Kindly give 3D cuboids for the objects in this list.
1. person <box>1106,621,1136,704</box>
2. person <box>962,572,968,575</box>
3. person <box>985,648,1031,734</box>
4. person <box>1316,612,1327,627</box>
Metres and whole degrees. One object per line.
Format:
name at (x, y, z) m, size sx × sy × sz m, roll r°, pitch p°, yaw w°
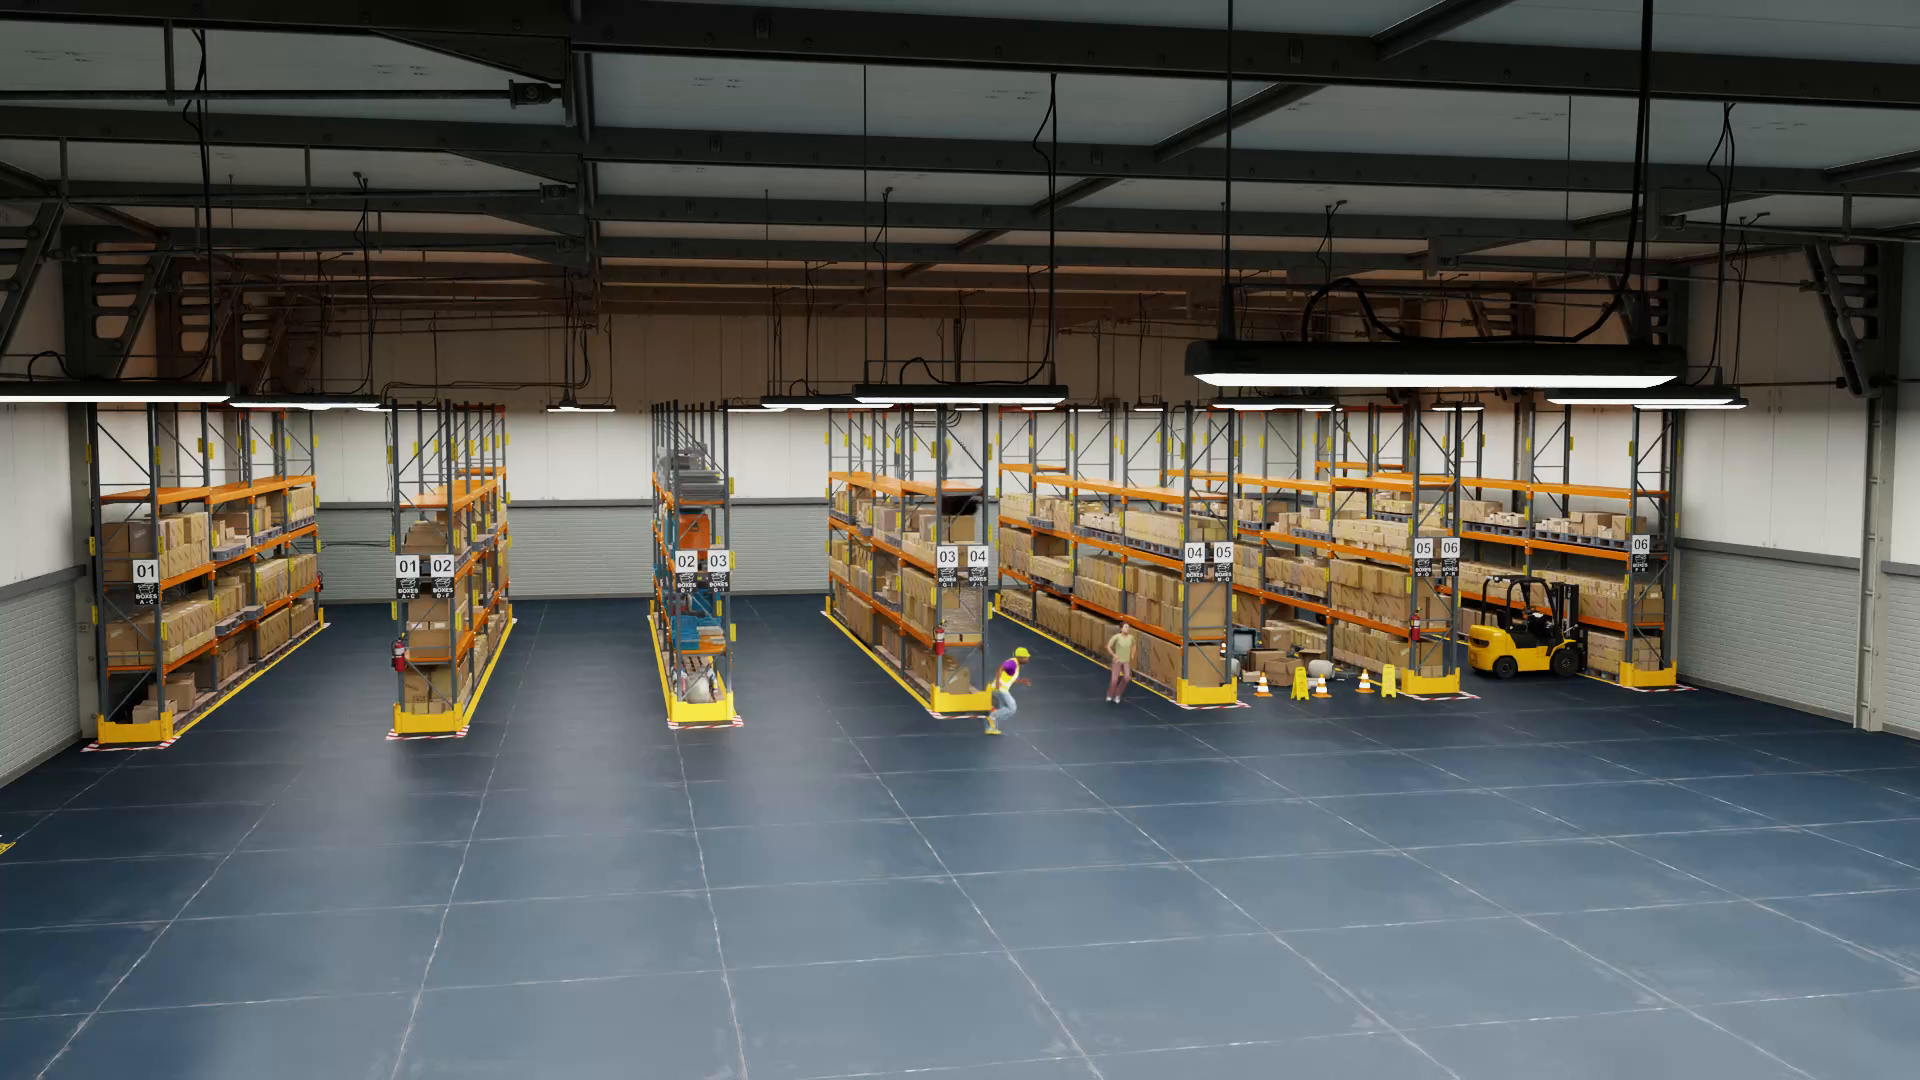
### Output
person at (3.225, 2.424, 32.991) m, size 0.641 × 1.632 × 0.612 m, roll -1°, pitch 4°, yaw -10°
person at (0.173, 1.378, 47.117) m, size 0.592 × 1.657 × 0.597 m, roll -1°, pitch 4°, yaw -14°
person at (0.846, 2.690, 29.628) m, size 0.829 × 1.550 × 0.734 m, roll 1°, pitch 4°, yaw 8°
person at (9.393, 1.643, 42.955) m, size 0.695 × 1.737 × 0.819 m, roll -1°, pitch 4°, yaw -7°
